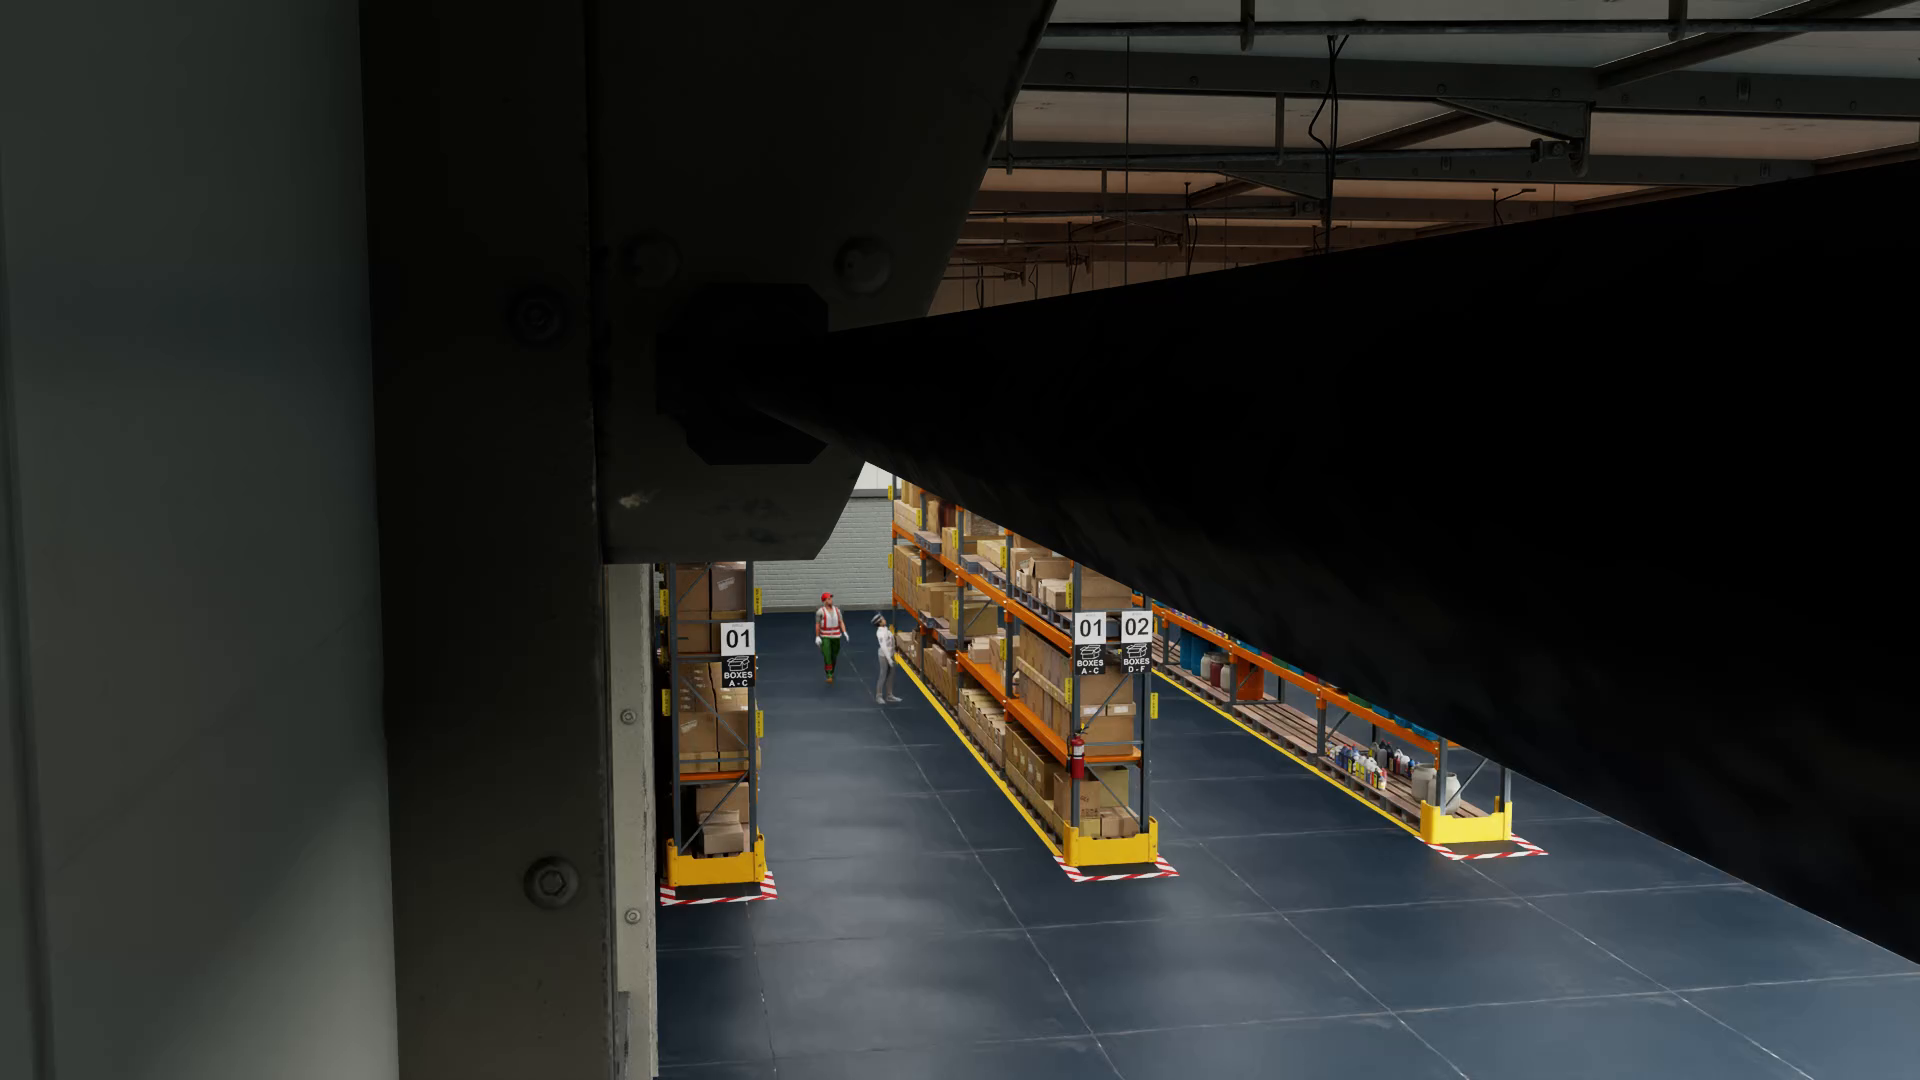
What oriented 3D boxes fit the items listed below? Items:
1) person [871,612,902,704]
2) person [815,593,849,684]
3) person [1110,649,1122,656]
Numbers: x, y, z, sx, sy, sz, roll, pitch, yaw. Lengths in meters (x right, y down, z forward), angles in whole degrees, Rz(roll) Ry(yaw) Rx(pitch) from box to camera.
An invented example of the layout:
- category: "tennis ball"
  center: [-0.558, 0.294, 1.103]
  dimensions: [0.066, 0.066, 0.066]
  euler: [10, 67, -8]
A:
- category: "person"
  center: [-1.369, 2.156, 30.571]
  dimensions: [0.507, 1.681, 0.548]
  euler: [3, 7, 23]
- category: "person"
  center: [-2.495, 1.898, 32.418]
  dimensions: [0.641, 1.720, 1.053]
  euler: [-1, 6, -12]
- category: "person"
  center: [3.073, 2.011, 31.636]
  dimensions: [0.617, 1.803, 0.638]
  euler: [1, 6, 9]
